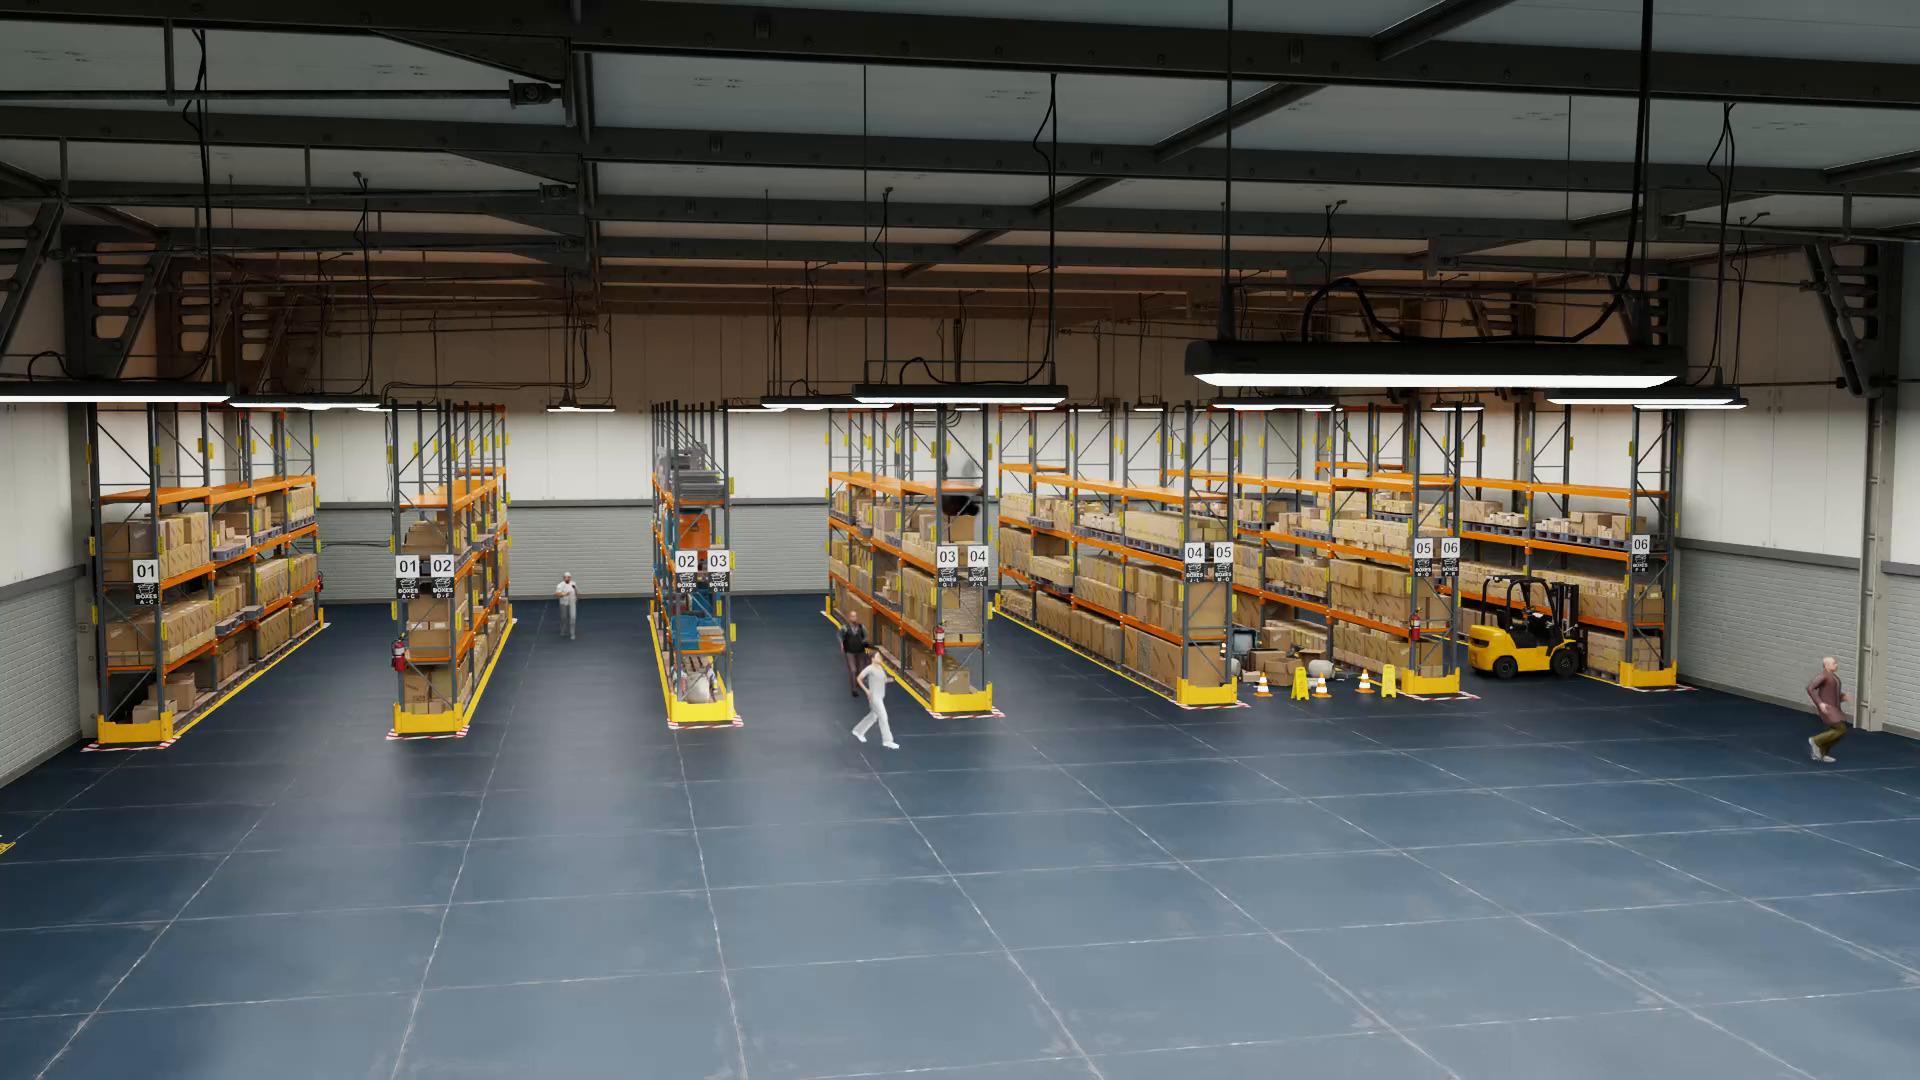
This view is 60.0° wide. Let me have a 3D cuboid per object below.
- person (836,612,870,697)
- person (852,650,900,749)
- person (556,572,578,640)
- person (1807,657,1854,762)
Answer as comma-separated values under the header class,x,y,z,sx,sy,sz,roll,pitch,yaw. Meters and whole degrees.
class,x,y,z,sx,sy,sz,roll,pitch,yaw
person,-2.162,2.310,33.910,0.667,1.699,0.915,-1,4,-16
person,-1.453,2.709,28.549,0.957,1.666,0.559,2,5,22
person,-10.065,1.673,42.605,0.580,1.709,0.855,-2,5,-23
person,14.330,2.793,27.314,0.699,1.736,0.619,-4,6,-43
